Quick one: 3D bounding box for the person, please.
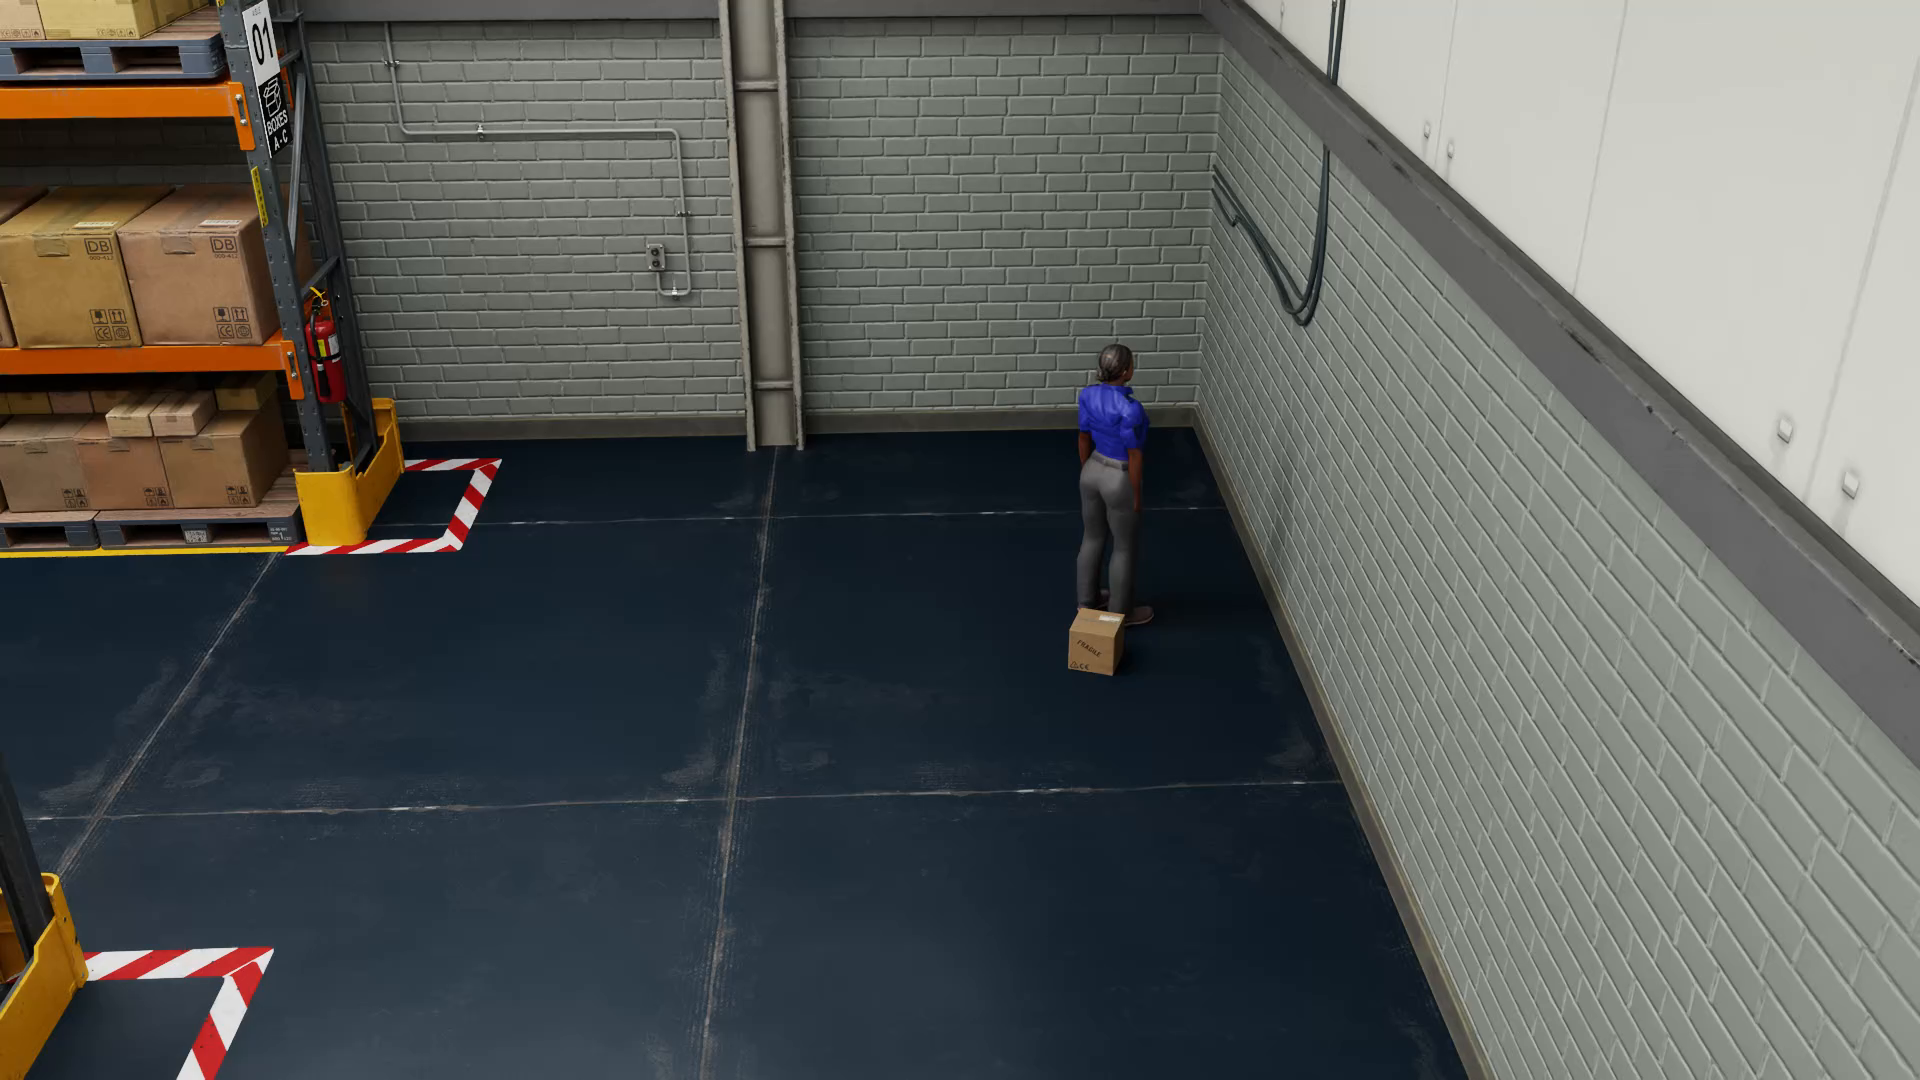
[{"bbox_3d":[0.862,-0.308,9.211,0.336,1.660,0.451,-25,37,-39],"label":"person"}]
